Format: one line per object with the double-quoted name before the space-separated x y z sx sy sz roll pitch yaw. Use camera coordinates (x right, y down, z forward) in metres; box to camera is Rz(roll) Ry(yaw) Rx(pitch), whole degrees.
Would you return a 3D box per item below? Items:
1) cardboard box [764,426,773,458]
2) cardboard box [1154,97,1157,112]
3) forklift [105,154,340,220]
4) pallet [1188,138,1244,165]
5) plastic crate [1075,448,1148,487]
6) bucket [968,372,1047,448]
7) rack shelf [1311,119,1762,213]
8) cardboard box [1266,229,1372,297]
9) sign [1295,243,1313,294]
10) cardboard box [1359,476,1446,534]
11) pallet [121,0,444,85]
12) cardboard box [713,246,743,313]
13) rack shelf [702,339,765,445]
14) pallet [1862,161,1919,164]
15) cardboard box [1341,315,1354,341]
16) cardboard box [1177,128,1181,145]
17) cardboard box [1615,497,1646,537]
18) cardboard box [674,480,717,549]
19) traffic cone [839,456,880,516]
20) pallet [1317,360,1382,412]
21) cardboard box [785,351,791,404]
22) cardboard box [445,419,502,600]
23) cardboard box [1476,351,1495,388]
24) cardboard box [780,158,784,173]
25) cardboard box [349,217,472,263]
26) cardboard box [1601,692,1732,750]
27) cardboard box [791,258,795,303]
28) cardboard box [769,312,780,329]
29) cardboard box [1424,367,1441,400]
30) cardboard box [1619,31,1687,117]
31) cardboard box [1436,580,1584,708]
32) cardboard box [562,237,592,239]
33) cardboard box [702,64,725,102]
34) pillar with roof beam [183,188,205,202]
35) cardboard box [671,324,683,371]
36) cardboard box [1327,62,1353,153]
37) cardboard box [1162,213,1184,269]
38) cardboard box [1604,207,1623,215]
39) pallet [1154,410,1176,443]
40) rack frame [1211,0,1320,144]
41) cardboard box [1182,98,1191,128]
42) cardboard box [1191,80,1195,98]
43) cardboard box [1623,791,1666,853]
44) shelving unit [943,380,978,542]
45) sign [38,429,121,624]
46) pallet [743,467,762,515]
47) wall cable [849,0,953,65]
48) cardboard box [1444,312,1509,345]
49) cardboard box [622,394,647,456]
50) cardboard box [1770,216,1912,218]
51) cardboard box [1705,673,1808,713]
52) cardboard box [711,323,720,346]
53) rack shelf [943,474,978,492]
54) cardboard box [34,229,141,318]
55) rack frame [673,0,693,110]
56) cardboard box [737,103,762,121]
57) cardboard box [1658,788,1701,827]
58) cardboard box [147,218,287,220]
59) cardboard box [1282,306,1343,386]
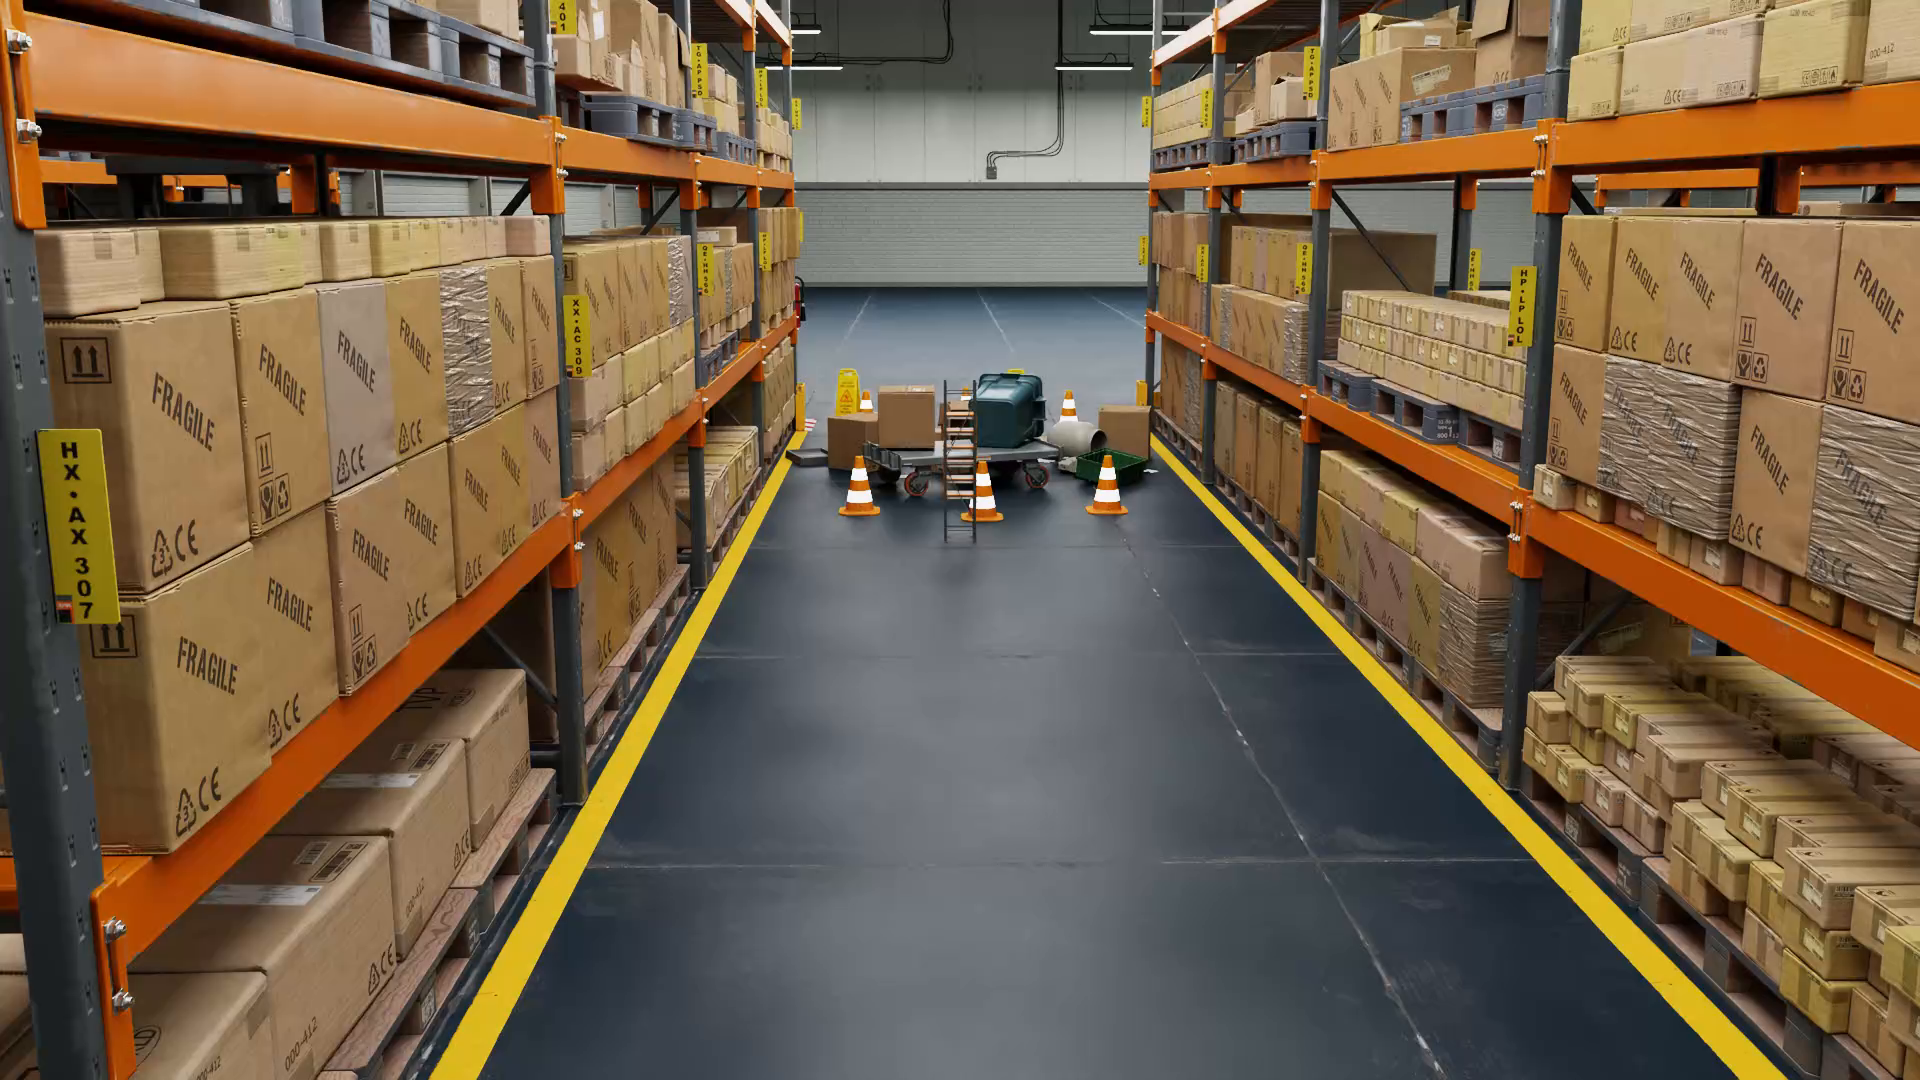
"cardboard box" -1.995 -0.918 15.401 0.500 0.250 0.500 -1 11 -4
"cardboard box" 2.300 -4.702 17.967 0.380 0.149 0.250 0 11 -1
"forklift" -4.734 -1.187 11.036 1.130 2.935 3.031 0 11 -2
"pallet" 2.687 -3.571 15.298 1.003 0.211 1.213 0 11 -1
"plastic crate" 1.380 -0.661 15.203 0.450 0.188 0.662 17 18 26
"bucket" 0.386 -1.140 15.046 0.726 0.611 0.620 4 22 18
"rack shelf" 2.818 -1.907 8.680 1.077 0.370 4.000 0 11 -1
"cardboard box" 2.742 -2.119 12.696 0.700 0.500 0.500 0 11 -2
"sign" 2.221 -1.752 10.736 0.100 0.325 0.005 0 11 -1
"cardboard box" 2.556 -0.198 9.336 0.500 0.250 0.500 0 11 -1
"pallet" -2.059 -1.374 4.464 1.003 0.211 1.213 0 11 -1
"cardboard box" -1.998 -2.050 13.065 0.500 0.500 0.500 0 11 1
"rack shelf" -2.212 -1.192 12.698 1.077 0.370 4.000 0 11 -1
"pallet" 7.585 -3.031 12.884 1.213 0.211 1.003 0 11 -1
"cardboard box" 2.586 -1.319 10.342 0.380 0.149 0.250 0 11 1
"cardboard box" 2.334 -3.958 16.306 0.380 0.149 0.250 0 11 -1
"cardboard box" 2.675 -0.107 6.176 0.380 0.149 0.250 -1 11 -4
"cardboard box" -2.172 -0.177 11.440 0.950 0.372 0.625 -1 12 -5
"traffic cone" -0.828 -0.458 13.652 0.336 0.463 0.334 0 11 -1
"pallet" 2.898 -0.952 10.189 1.213 0.211 1.003 0 11 -1
"cardboard box" -2.044 -1.701 17.371 0.500 0.500 0.500 0 11 1
"cardboard box" -1.782 -0.107 5.292 0.500 0.500 0.500 0 11 -2
"cardboard box" 2.644 -0.800 7.787 0.380 0.149 0.250 0 11 1
"cardboard box" -2.040 -3.912 17.384 0.380 0.149 0.250 0 11 1
"cardboard box" -1.848 -0.996 5.526 0.380 0.149 0.250 0 11 -2
"cardboard box" 2.660 0.682 6.270 0.380 0.149 0.250 0 11 -2
"cardboard box" -2.049 -2.825 17.940 0.500 0.500 0.500 0 11 -2
"cardboard box" -1.956 -2.137 16.180 0.380 0.149 0.250 0 11 -1
"cardboard box" 2.623 -0.812 8.591 0.380 0.149 0.250 0 11 1
"cardboard box" 2.624 -1.596 5.714 0.500 0.250 0.500 0 11 -2
"cardboard box" 2.592 0.481 7.874 0.500 0.500 0.500 0 11 -2
"cardboard box" -2.385 -1.488 9.583 0.500 0.500 0.500 0 11 -1
"cardboard box" -2.071 -3.472 12.647 0.500 0.250 0.500 0 11 0
"pillar with roof beam" -3.881 -5.531 17.191 9.100 9.000 0.400 0 11 -1
"cardboard box" -1.892 -1.121 9.660 0.500 0.250 0.500 -1 11 -3
"cardboard box" 2.522 -2.592 9.993 0.500 0.500 0.500 0 11 -1
"cardboard box" 2.559 -3.085 17.129 0.875 0.550 0.550 0 11 -1
"cardboard box" 7.311 -3.352 18.023 0.500 0.500 0.500 0 11 -1
"pallet" 2.706 -1.252 18.200 1.003 0.211 1.213 0 11 -1
"rack frame" 2.694 -4.922 14.189 1.000 3.000 0.127 0 11 -1
"cardboard box" 2.408 -4.076 15.883 0.500 0.250 0.500 0 11 -2
"cardboard box" 2.353 -4.196 15.472 0.380 0.149 0.250 0 11 0
"cardboard box" 2.663 1.025 6.074 0.380 0.149 0.250 0 11 -2
"shelving unit" 0.000 -0.591 12.454 0.258 1.200 0.189 0 11 -1
"sign" -1.450 -0.021 2.740 0.100 0.325 0.005 0 11 -1
"pallet" -2.236 -0.420 14.100 1.003 0.211 1.213 0 11 -1
"wall cable" -1.745 -15.275 48.884 3.097 2.526 0.112 0 11 -1
"cardboard box" 2.638 -1.051 8.275 0.380 0.149 0.250 -1 11 -3
"cardboard box" -1.840 -0.571 8.208 0.500 0.250 0.500 0 11 -2
"cardboard box" 3.155 -0.882 5.846 0.500 0.500 0.500 -1 11 -3
"cardboard box" 3.172 0.628 6.536 0.380 0.149 0.250 0 11 0
"cardboard box" -1.908 -1.460 11.789 0.380 0.149 0.250 0 11 -1
"rack shelf" 0.000 -0.430 12.487 0.258 0.103 0.180 0 11 -1
"cardboard box" -1.736 -0.485 3.008 0.380 0.149 0.250 0 11 0
"rack frame" -2.171 -4.087 10.070 1.000 3.000 0.127 0 11 -1
"cardboard box" -1.933 -3.743 14.549 0.380 0.149 0.250 0 11 -2
"cardboard box" 2.667 0.934 5.779 0.380 0.149 0.250 0 11 1
"cardboard box" -2.352 -0.941 5.253 0.380 0.149 0.250 -1 11 -3
"cardboard box" 2.498 -1.325 11.292 0.500 0.500 0.500 0 11 -1
